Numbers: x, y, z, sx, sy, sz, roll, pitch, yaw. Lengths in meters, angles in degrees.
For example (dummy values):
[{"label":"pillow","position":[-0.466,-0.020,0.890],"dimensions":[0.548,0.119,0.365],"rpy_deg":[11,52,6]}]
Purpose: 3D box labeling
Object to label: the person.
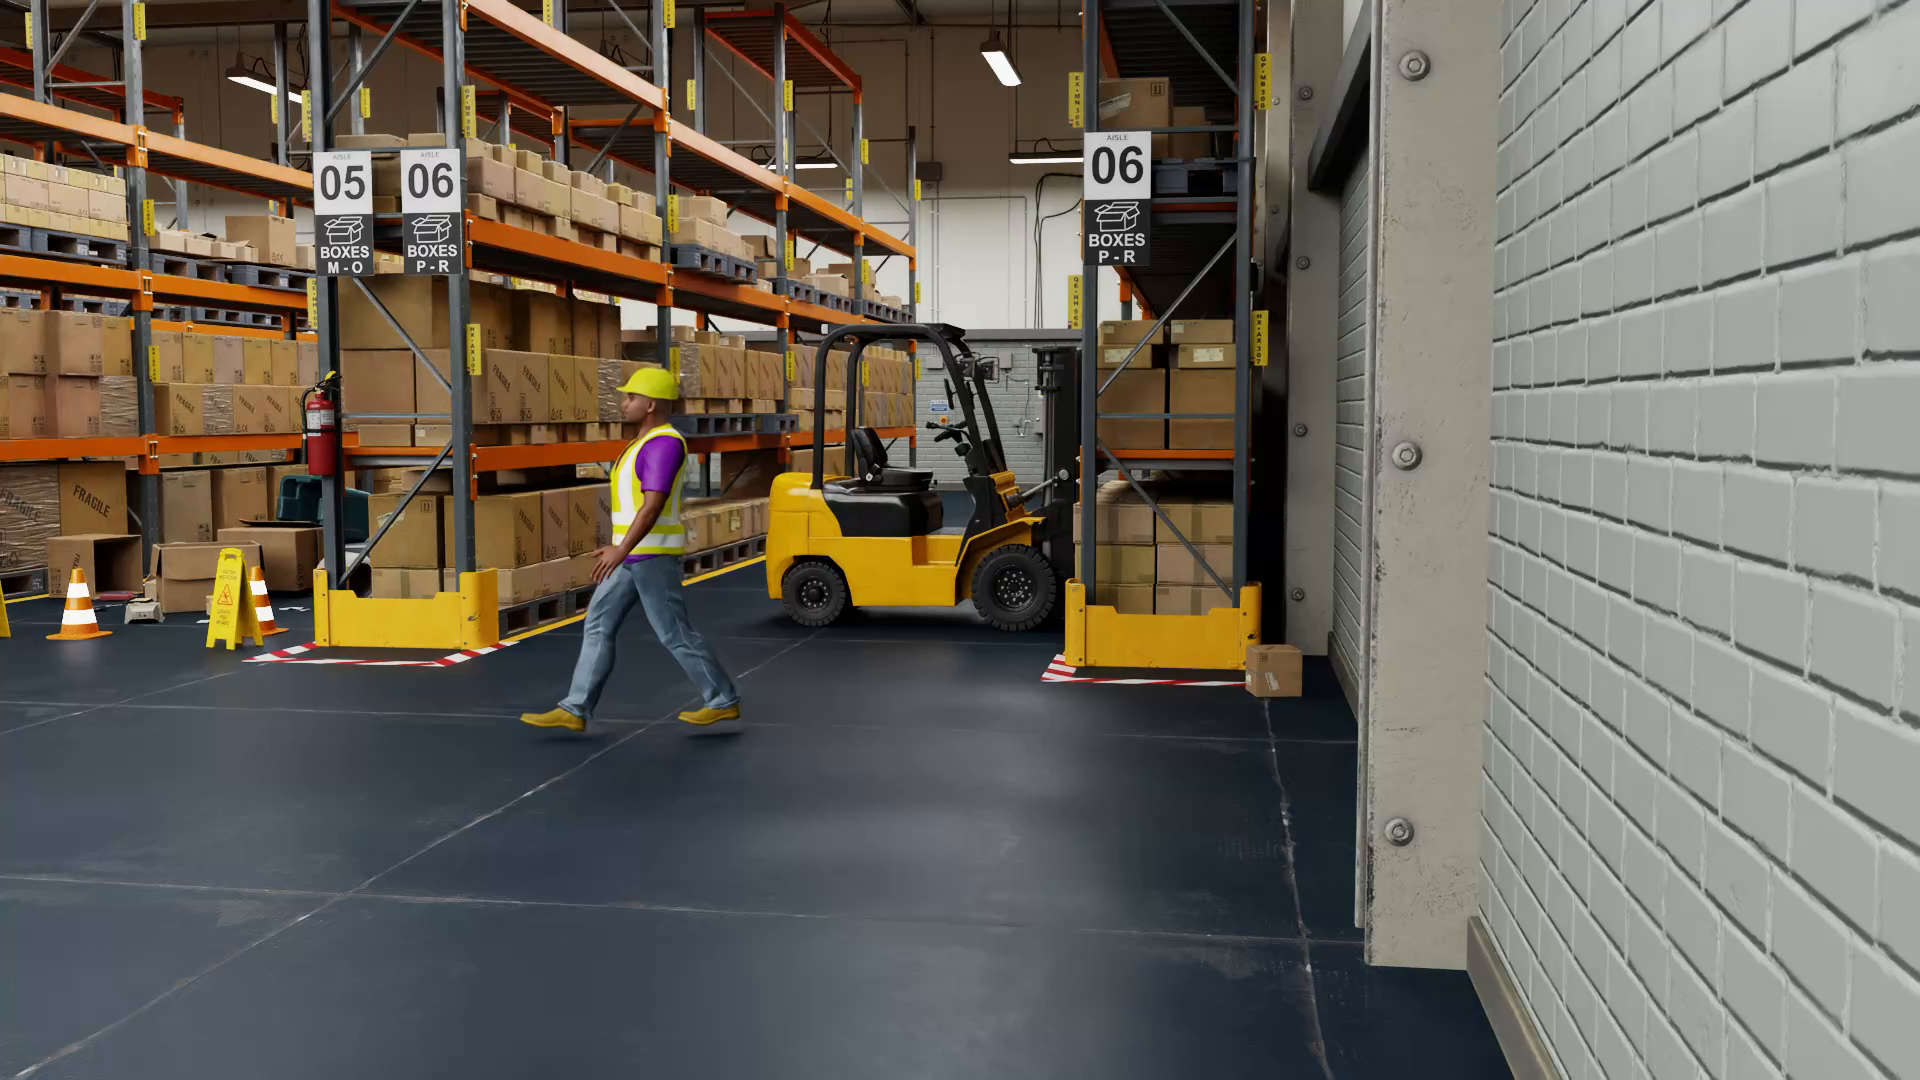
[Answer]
[{"label":"person","position":[-1.535,0.055,7.783],"dimensions":[1.018,1.719,0.583],"rpy_deg":[-2,5,-22]}]
